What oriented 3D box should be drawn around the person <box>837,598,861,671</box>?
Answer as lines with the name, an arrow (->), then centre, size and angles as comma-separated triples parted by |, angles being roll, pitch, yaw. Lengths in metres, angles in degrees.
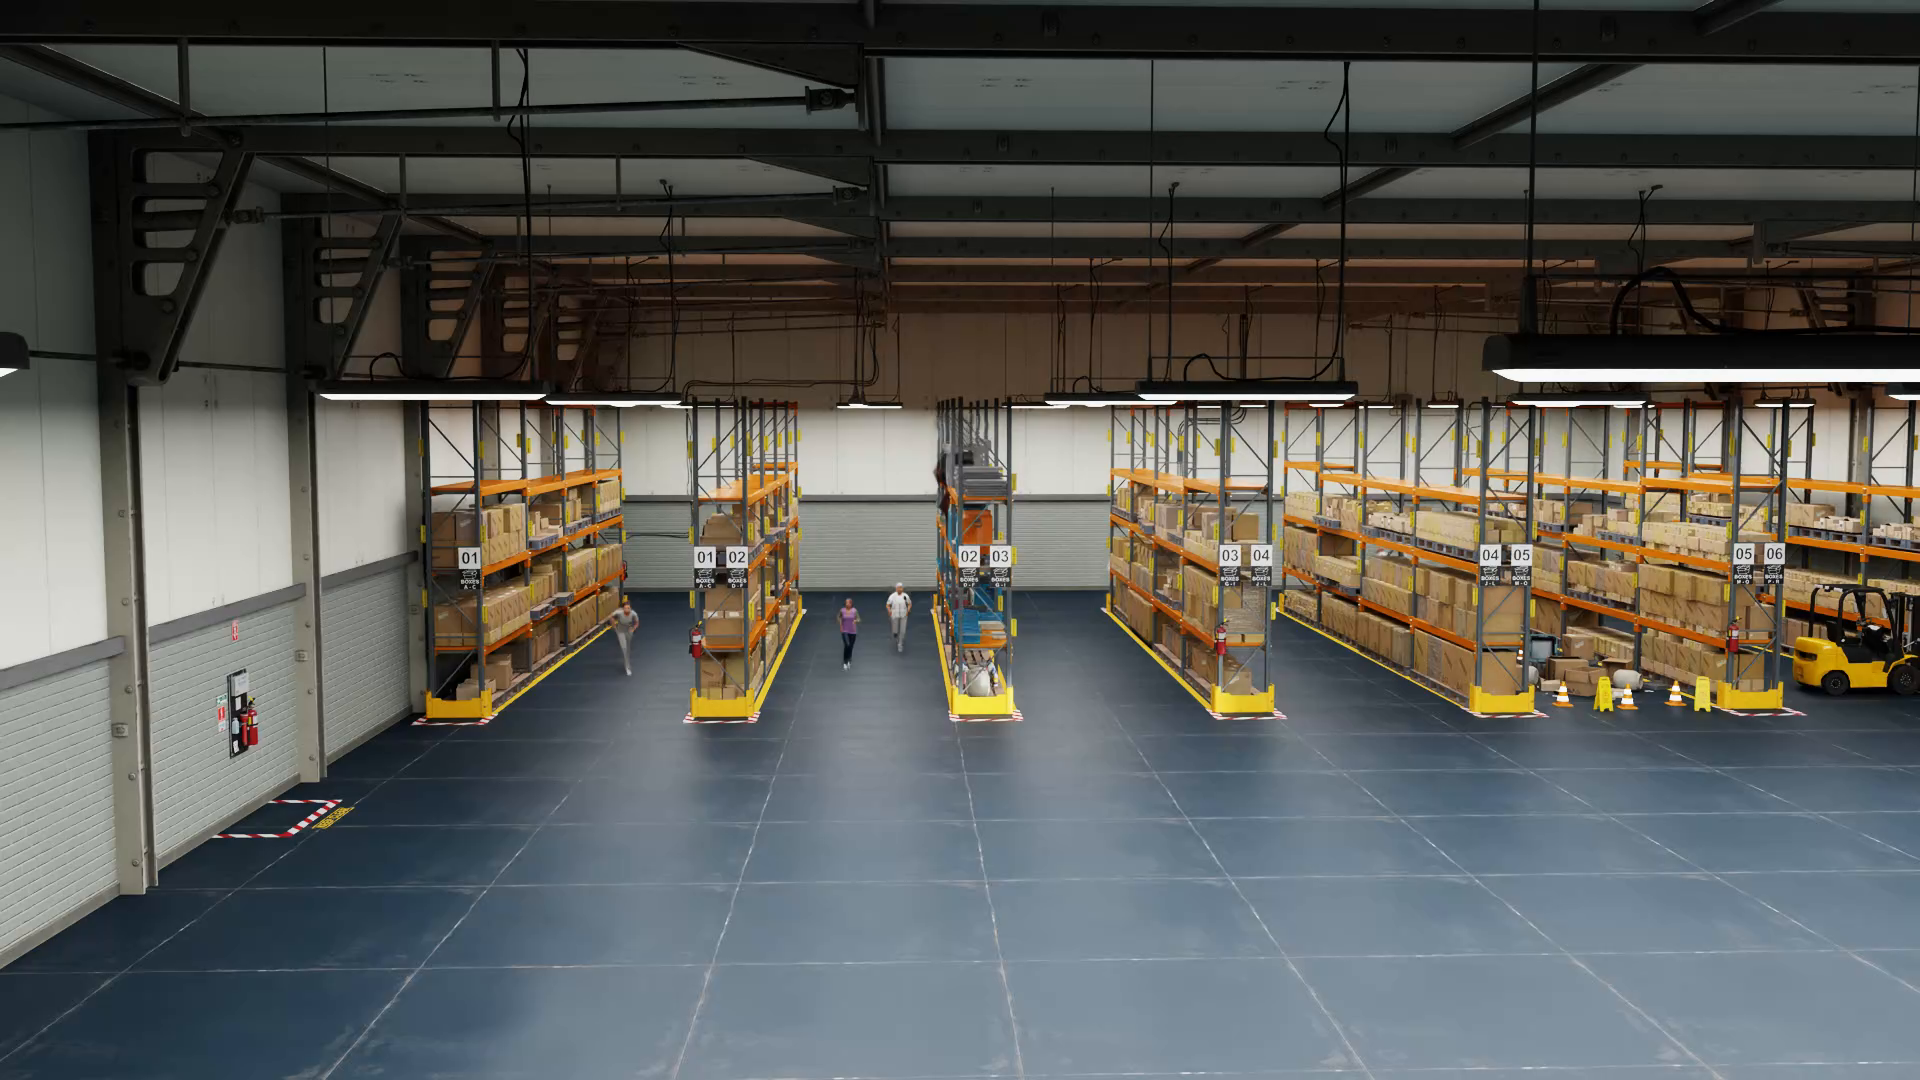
person -> -2.451, 2.093, 36.845 | 0.507, 1.638, 0.697 | -1, 4, -10

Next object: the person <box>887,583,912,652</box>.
person -> -1.455, 1.840, 39.943 | 0.616, 1.632, 0.599 | -1, 4, -7

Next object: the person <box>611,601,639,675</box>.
person -> -7.369, 2.121, 36.595 | 0.603, 1.625, 1.003 | -1, 5, -15

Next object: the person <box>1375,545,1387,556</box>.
person -> 12.639, 0.973, 50.116 | 0.762, 1.835, 0.625 | -2, 5, -22
